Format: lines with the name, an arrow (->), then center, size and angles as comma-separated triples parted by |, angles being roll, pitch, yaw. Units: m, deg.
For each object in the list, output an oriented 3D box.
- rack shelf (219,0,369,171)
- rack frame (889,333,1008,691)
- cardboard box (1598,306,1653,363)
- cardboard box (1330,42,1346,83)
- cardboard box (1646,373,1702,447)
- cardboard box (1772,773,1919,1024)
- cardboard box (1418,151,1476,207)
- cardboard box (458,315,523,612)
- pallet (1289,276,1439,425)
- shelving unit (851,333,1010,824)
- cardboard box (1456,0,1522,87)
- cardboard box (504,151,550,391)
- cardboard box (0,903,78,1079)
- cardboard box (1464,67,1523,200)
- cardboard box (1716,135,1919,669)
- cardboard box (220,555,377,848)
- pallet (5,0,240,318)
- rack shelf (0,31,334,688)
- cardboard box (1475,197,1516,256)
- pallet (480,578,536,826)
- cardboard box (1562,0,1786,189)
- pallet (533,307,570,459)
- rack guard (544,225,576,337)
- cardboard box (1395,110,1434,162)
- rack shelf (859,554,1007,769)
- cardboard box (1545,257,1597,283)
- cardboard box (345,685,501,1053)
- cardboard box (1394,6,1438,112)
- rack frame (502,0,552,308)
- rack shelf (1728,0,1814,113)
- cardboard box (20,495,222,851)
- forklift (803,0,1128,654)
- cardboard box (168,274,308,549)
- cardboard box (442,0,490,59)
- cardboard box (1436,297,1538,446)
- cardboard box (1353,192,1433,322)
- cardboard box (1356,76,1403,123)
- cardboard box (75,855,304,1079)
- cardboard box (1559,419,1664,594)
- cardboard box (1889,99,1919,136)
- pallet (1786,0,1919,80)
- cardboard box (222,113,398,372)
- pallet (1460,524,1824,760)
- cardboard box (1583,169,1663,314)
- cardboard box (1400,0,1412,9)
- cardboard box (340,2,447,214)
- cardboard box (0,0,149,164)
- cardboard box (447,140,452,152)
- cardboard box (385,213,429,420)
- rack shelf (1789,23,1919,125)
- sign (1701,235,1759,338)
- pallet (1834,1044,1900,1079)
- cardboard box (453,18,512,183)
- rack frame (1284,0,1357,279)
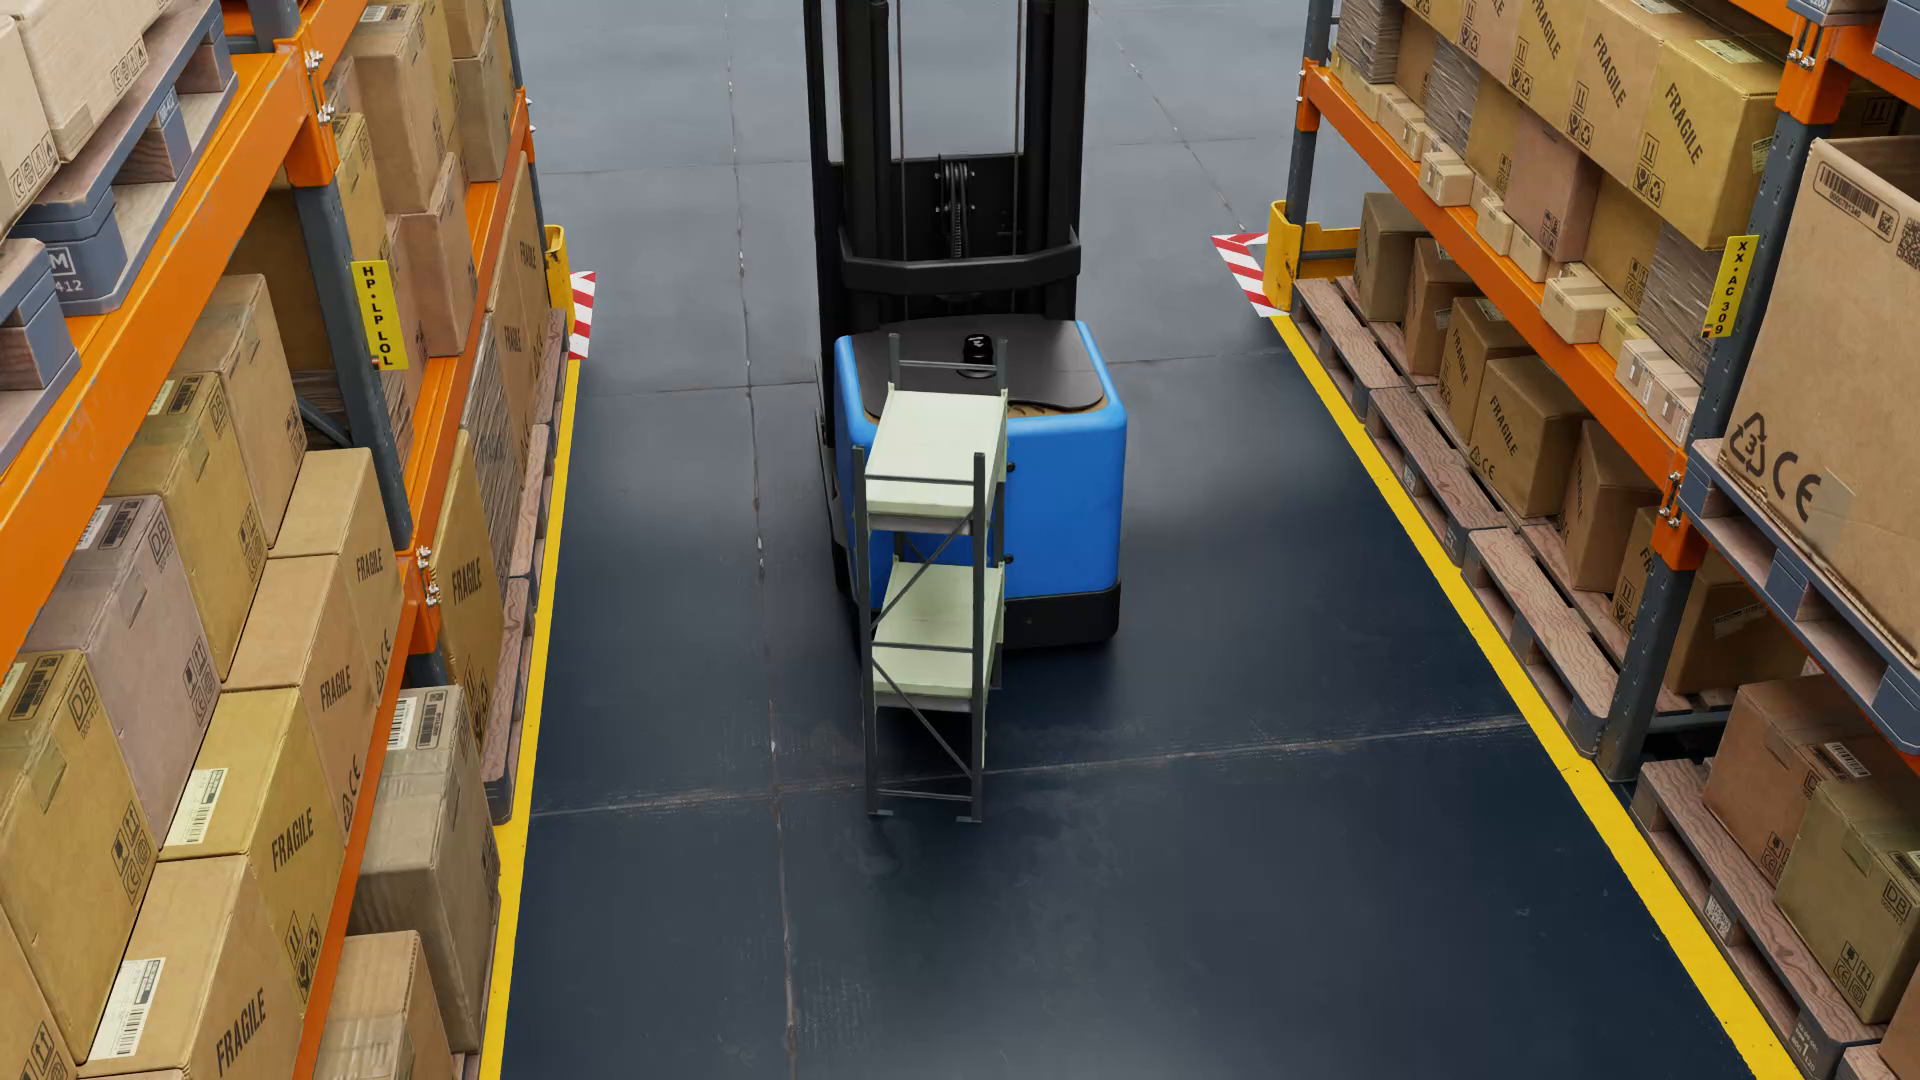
rack shelf -> -2.384, -2.173, 5.750 | 1.077, 0.370, 4.000 | -4, 35, -6
rack frame -> -0.040, -0.058, 6.004 | 0.400, 1.500, 0.023 | 4, 34, 5
cardboard box -> 2.495, -0.712, 5.854 | 0.380, 0.149, 0.250 | -4, 35, -6
cardboard box -> 2.078, -2.385, 8.309 | 0.380, 0.149, 0.250 | -4, 35, -6
cardboard box -> 2.493, -0.428, 5.437 | 0.380, 0.149, 0.250 | -4, 35, -6
cardboard box -> 2.920, 1.029, 4.905 | 0.700, 0.500, 0.500 | -5, 35, -7
cardboard box -> 2.183, -1.541, 7.070 | 0.380, 0.149, 0.250 | -4, 35, -6
cardboard box -> -2.255, -0.269, 6.495 | 0.875, 0.875, 0.875 | -4, 34, -6
pallet -> 2.360, -1.015, 8.552 | 1.003, 0.211, 1.213 | -4, 35, -6
shelving unit -> -0.082, 0.147, 5.703 | 0.431, 1.500, 0.755 | 4, 34, 5
cardboard box -> 2.282, -2.079, 6.396 | 0.500, 0.500, 0.500 | -4, 35, -6
cardboard box -> -2.496, -1.269, 7.962 | 0.875, 0.875, 0.875 | -4, 34, -6
cardboard box -> -1.768, 0.844, 2.372 | 0.700, 0.500, 0.500 | -5, 35, -7
cardboard box -> 2.588, -1.689, 6.712 | 0.875, 0.500, 0.500 | -4, 35, -6
cardboard box -> 2.782, -0.401, 4.270 | 1.000, 1.000, 1.000 | -4, 34, -6
cardboard box -> -1.712, 0.397, 3.915 | 0.500, 0.500, 0.500 | -5, 35, -7
pallet -> -1.943, -0.767, 3.218 | 0.805, 0.209, 1.217 | -6, 35, -8
rack shelf -> -1.846, 0.059, 2.475 | 1.077, 0.370, 4.000 | -4, 35, -6
cardboard box -> 2.306, -1.266, 6.667 | 0.380, 0.149, 0.250 | -4, 35, -6
pallet -> -2.140, 0.608, 6.171 | 1.003, 0.211, 1.213 | -4, 35, -6
cardboard box -> 2.412, -1.520, 5.577 | 0.500, 0.500, 0.500 | -4, 35, -6
pallet -> -2.468, -0.754, 8.169 | 1.003, 0.211, 1.213 | -4, 35, -6
rack guard -> -2.656, -1.327, 8.753 | 1.175, 0.500, 0.348 | -4, 35, -6
cardboard box -> 2.192, -1.825, 7.488 | 0.380, 0.149, 0.250 | -4, 35, -6
rack shelf -> -0.082, 0.416, 5.887 | 0.431, 0.370, 0.720 | 4, 34, 5
cardboard box -> 2.448, -0.993, 6.266 | 0.380, 0.149, 0.250 | -4, 35, -6
cardboard box -> -1.942, 0.981, 4.771 | 1.050, 0.750, 0.750 | -5, 35, -7
cardboard box -> 2.508, -2.251, 7.537 | 0.875, 0.500, 0.500 | -4, 35, -6
rack frame -> -2.653, -2.347, 8.030 | 1.000, 3.000, 0.127 | -4, 35, -6
rack shelf -> 2.544, -2.492, 6.218 | 1.077, 0.370, 4.000 | -4, 35, -6
cardboard box -> -1.904, 0.277, 3.204 | 0.700, 0.500, 0.500 | -4, 34, -6
forklift -> -0.087, -1.562, 6.940 | 1.130, 2.935, 3.031 | -5, 35, -7
cardboard box -> -2.043, -0.292, 4.039 | 0.700, 0.500, 0.500 | -5, 35, -7
cardboard box -> -2.476, -2.345, 6.935 | 0.875, 0.550, 0.550 | -4, 35, -6
cardboard box -> 2.523, -0.775, 7.570 | 0.500, 0.500, 0.500 | -1, 34, -2
cardboard box -> 2.343, -1.457, 8.571 | 0.500, 0.500, 0.500 | 2, 34, 2
cardboard box -> 2.111, -2.103, 7.896 | 0.380, 0.149, 0.250 | -4, 35, -6
cardboard box -> -1.573, 0.962, 3.086 | 0.500, 0.500, 0.500 | -5, 35, -7
cardboard box -> 2.715, -0.120, 6.609 | 0.500, 0.500, 0.500 | 6, 35, 9
cardboard box -> 3.005, -1.282, 5.226 | 0.500, 0.500, 0.500 | -4, 35, -6
pallet -> 2.791, -1.243, 3.914 | 1.213, 0.211, 1.003 | -4, 35, -6
cardboard box -> -2.131, -0.831, 4.714 | 0.875, 0.550, 0.550 | -4, 35, -6
pallet -> 2.688, 0.346, 6.554 | 1.003, 0.211, 1.213 | -4, 35, -6
cardboard box -> 2.782, -1.135, 5.900 | 0.875, 0.500, 0.500 | -4, 35, -6
cardboard box -> 2.140, -2.636, 7.214 | 0.500, 0.500, 0.500 | -4, 35, -6
cardboard box -> -2.256, -1.441, 5.609 | 0.875, 0.550, 0.550 | -4, 35, -6
cardboard box -> -1.731, -0.835, 2.819 | 0.500, 0.250, 0.500 | -5, 35, -7
cardboard box -> -2.400, -1.285, 6.339 | 0.875, 0.550, 0.500 | -4, 35, -6
cardboard box -> -2.273, -0.687, 5.461 | 0.875, 0.550, 0.550 | -4, 35, -6
rack shelf -> 3.082, -0.260, 2.943 | 1.077, 0.370, 4.000 | -4, 35, -6
sign -> 2.277, -0.746, 4.913 | 0.100, 0.325, 0.005 | -4, 35, -6
pallet -> 3.087, 1.835, 4.370 | 1.003, 0.211, 1.213 | -4, 35, -6
cardboard box -> -2.463, -1.900, 7.241 | 0.875, 0.550, 0.550 | -4, 35, -6
rack frame -> 2.275, -2.666, 8.498 | 1.000, 3.000, 0.127 | -4, 35, -6
